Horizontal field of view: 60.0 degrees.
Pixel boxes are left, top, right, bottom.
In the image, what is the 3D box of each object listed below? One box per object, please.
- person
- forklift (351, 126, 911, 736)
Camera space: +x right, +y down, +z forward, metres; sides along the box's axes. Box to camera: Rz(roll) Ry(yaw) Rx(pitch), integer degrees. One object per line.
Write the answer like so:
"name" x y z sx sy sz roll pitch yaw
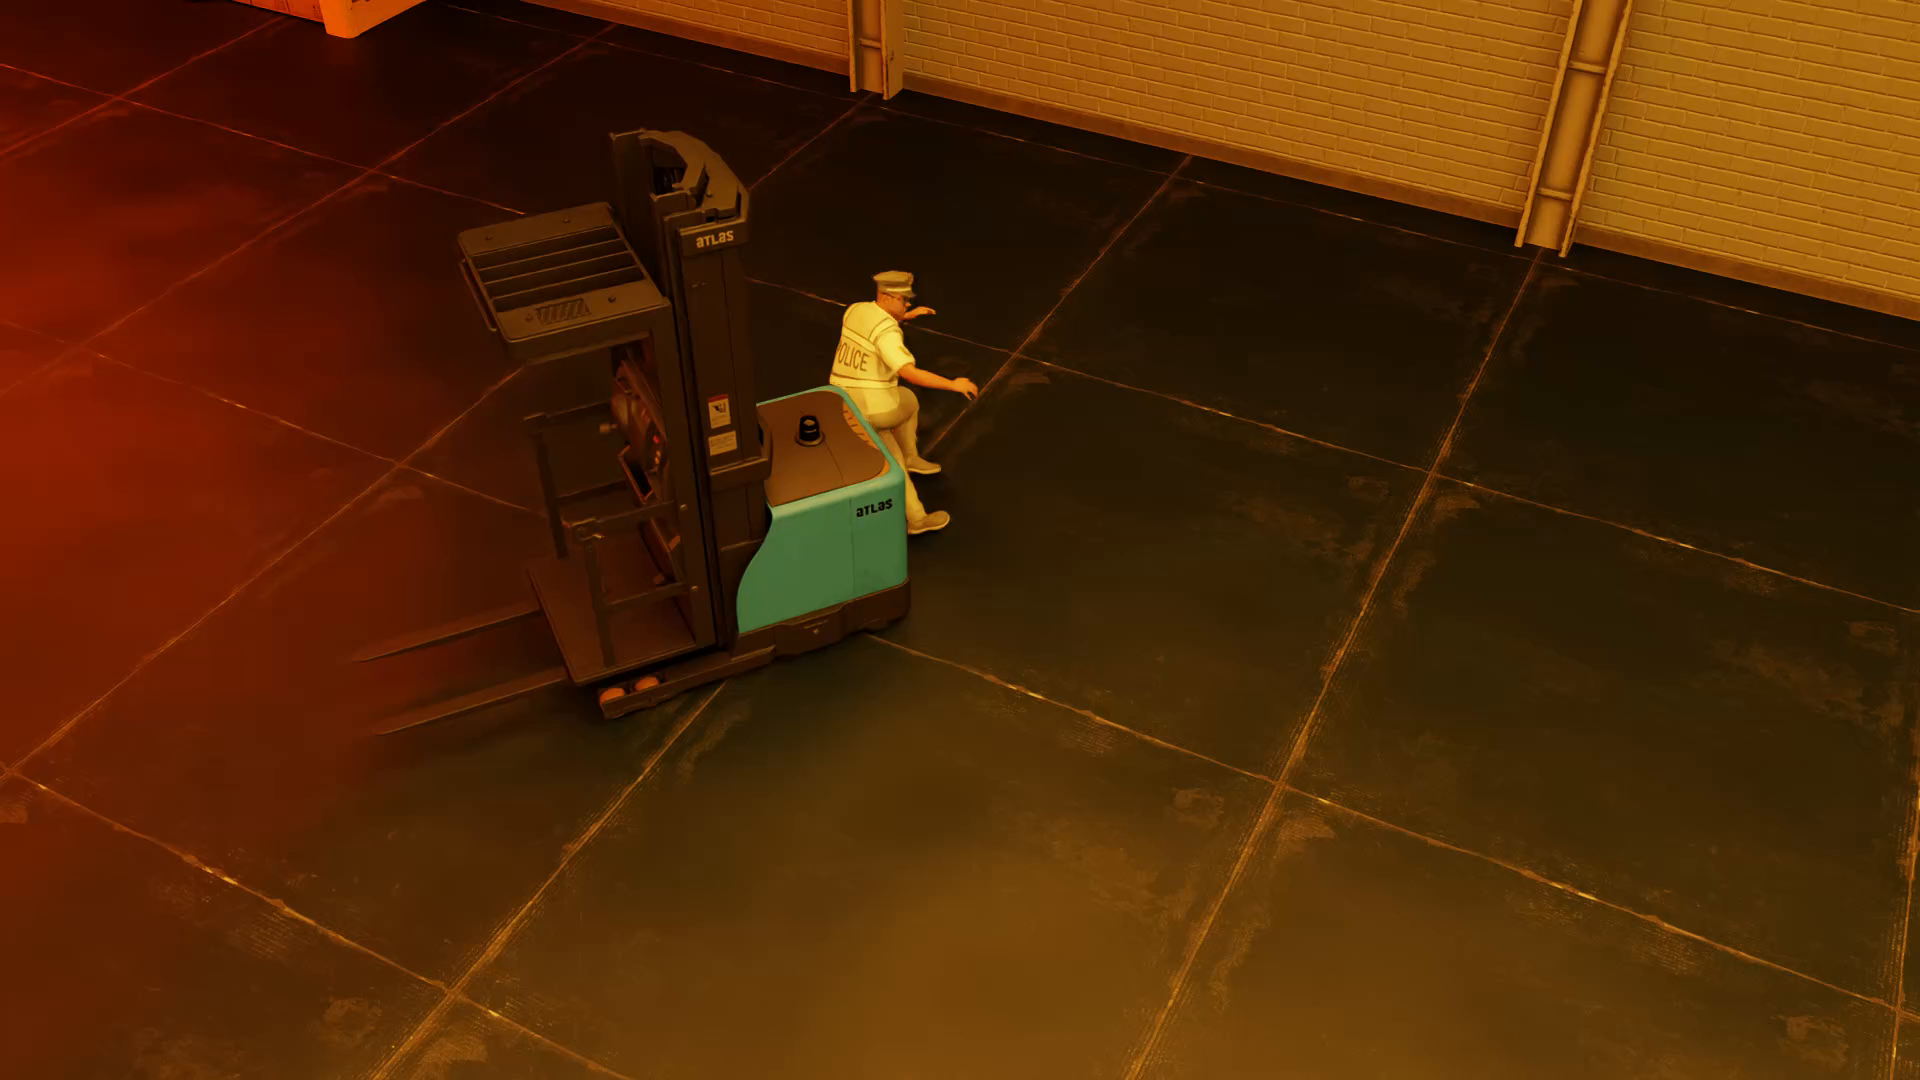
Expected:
"person" -0.304 -0.924 10.177 0.997 1.515 0.972 21 45 23
"forklift" -1.843 -0.538 8.626 3.031 2.935 1.130 -17 43 -19
